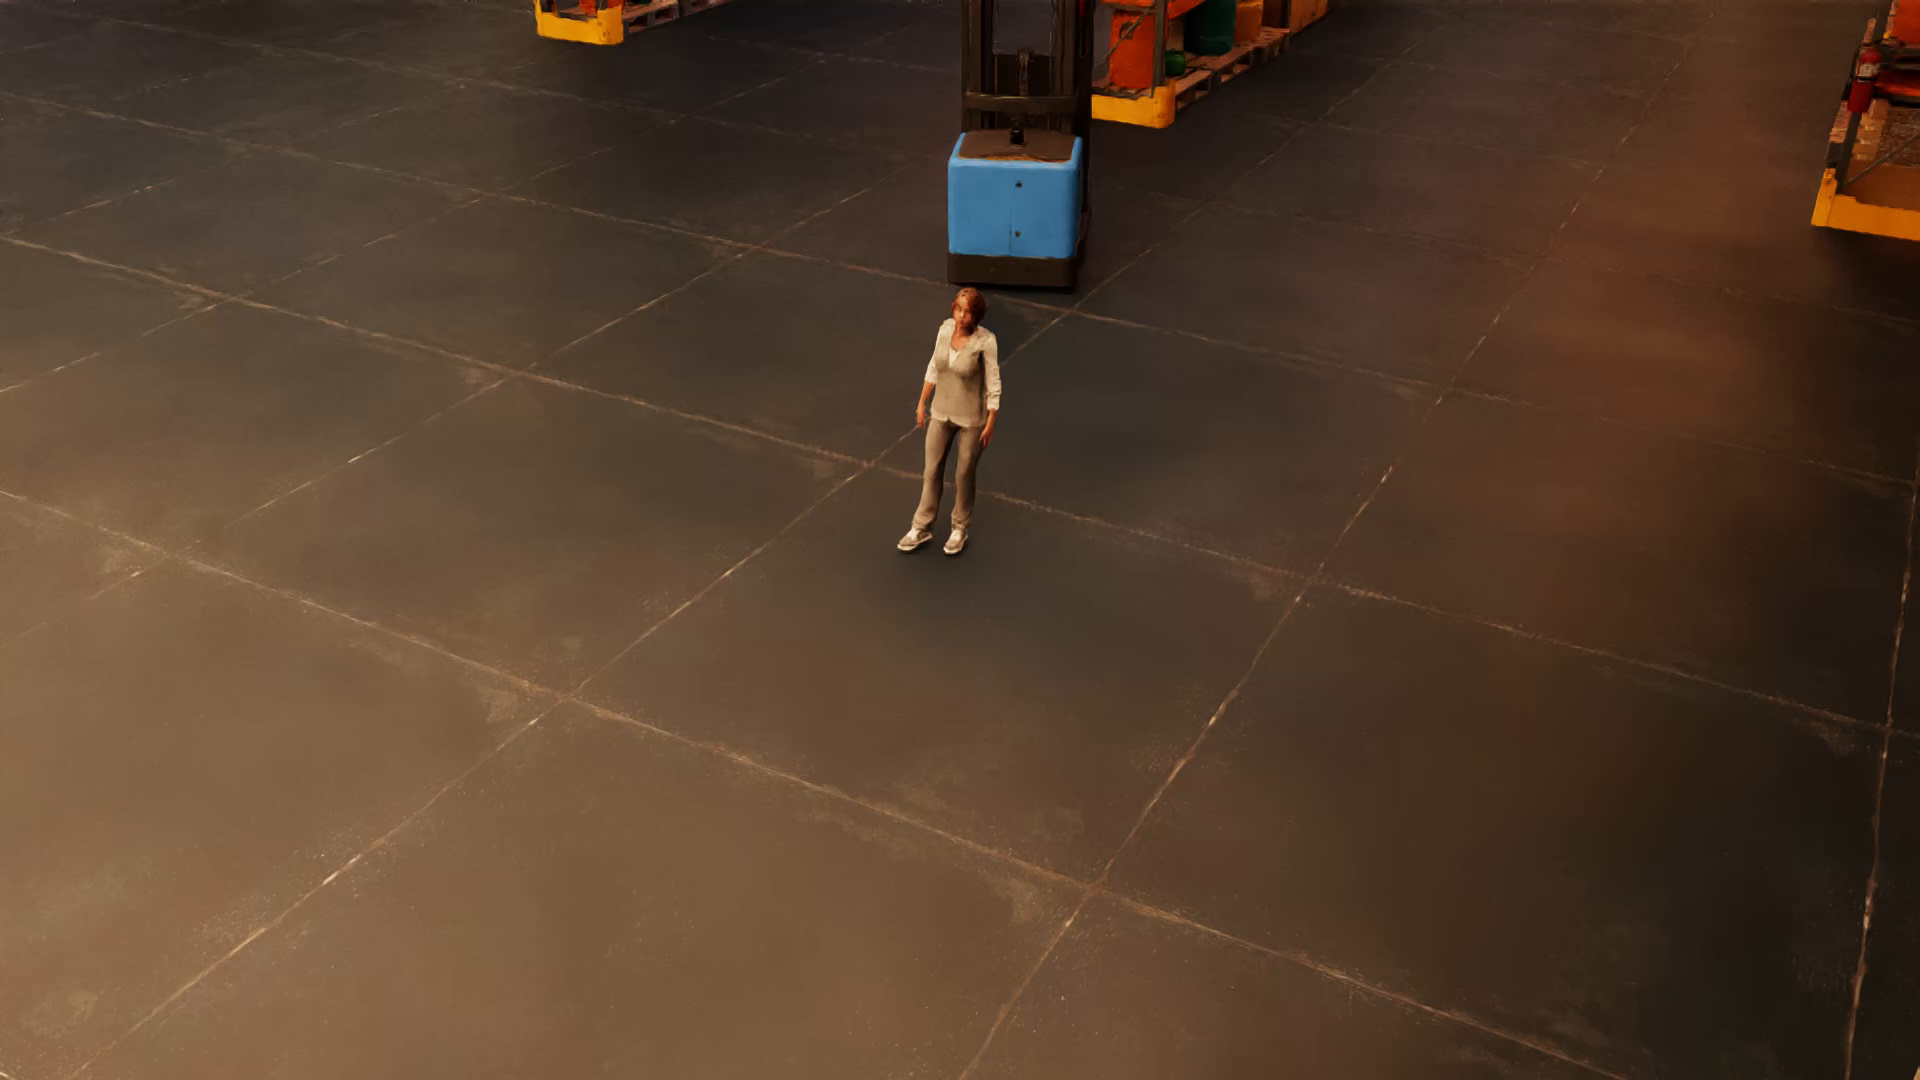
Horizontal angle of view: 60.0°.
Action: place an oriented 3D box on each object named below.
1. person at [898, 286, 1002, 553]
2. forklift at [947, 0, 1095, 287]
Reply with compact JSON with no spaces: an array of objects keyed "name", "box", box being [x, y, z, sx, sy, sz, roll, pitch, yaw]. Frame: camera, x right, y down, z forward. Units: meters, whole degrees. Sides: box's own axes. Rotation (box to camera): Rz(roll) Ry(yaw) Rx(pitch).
[{"name":"person","box":[-0.048,-0.669,9.550,0.521,1.597,0.474,15,33,25]},{"name":"forklift","box":[0.588,-4.024,14.043,1.130,2.935,3.031,4,30,6]}]
